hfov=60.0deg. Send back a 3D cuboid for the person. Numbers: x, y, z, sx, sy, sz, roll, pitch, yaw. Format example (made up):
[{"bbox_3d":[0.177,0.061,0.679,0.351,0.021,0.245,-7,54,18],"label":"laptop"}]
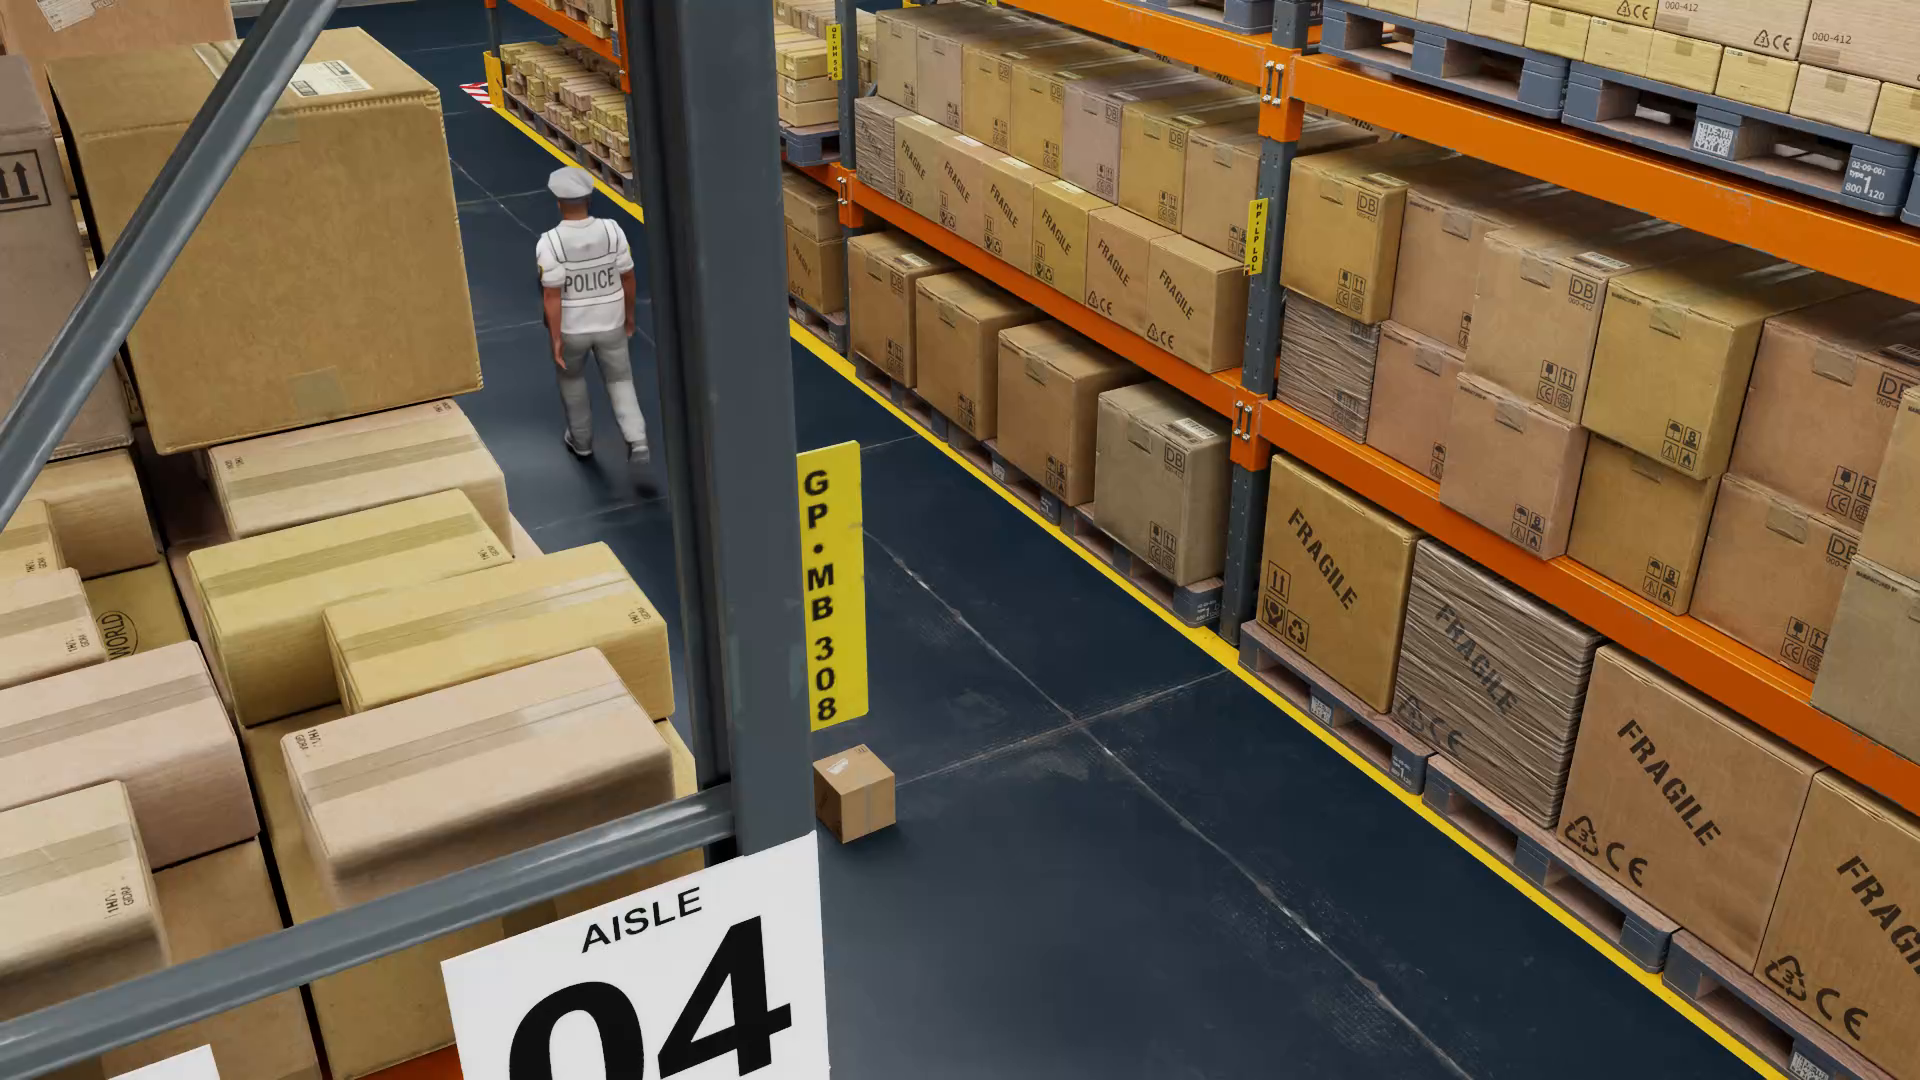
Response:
[{"bbox_3d":[-2.059,-1.223,9.306,0.540,1.733,0.889,-13,31,-22],"label":"person"}]
